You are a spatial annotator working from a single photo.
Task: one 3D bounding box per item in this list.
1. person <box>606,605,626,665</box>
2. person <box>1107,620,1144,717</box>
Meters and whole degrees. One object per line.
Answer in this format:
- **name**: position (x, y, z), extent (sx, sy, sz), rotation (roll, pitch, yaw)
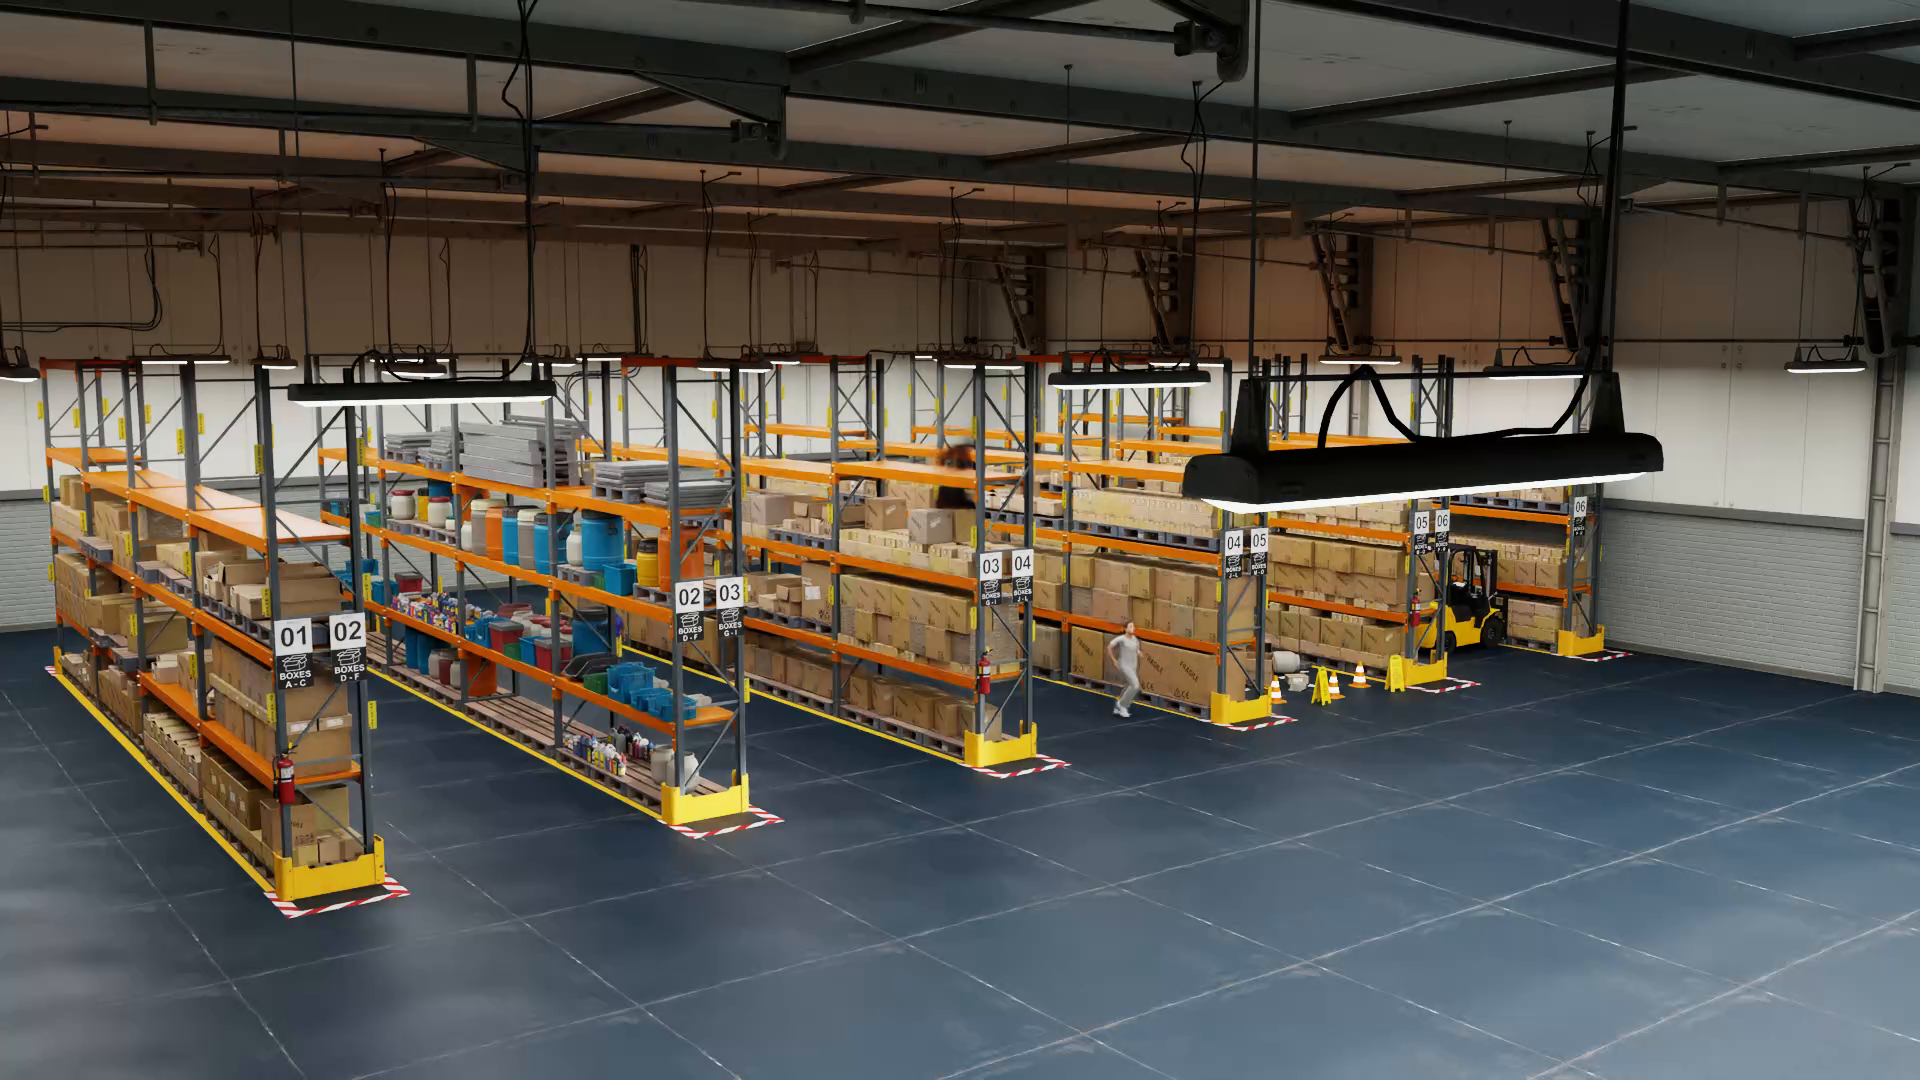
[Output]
- **person**: position (-6.286, 1.911, 30.137), extent (0.562, 1.610, 0.560), rotation (6, 9, 43)
- **person**: position (2.833, 2.154, 27.886), extent (0.613, 1.639, 0.552), rotation (7, 9, 44)
